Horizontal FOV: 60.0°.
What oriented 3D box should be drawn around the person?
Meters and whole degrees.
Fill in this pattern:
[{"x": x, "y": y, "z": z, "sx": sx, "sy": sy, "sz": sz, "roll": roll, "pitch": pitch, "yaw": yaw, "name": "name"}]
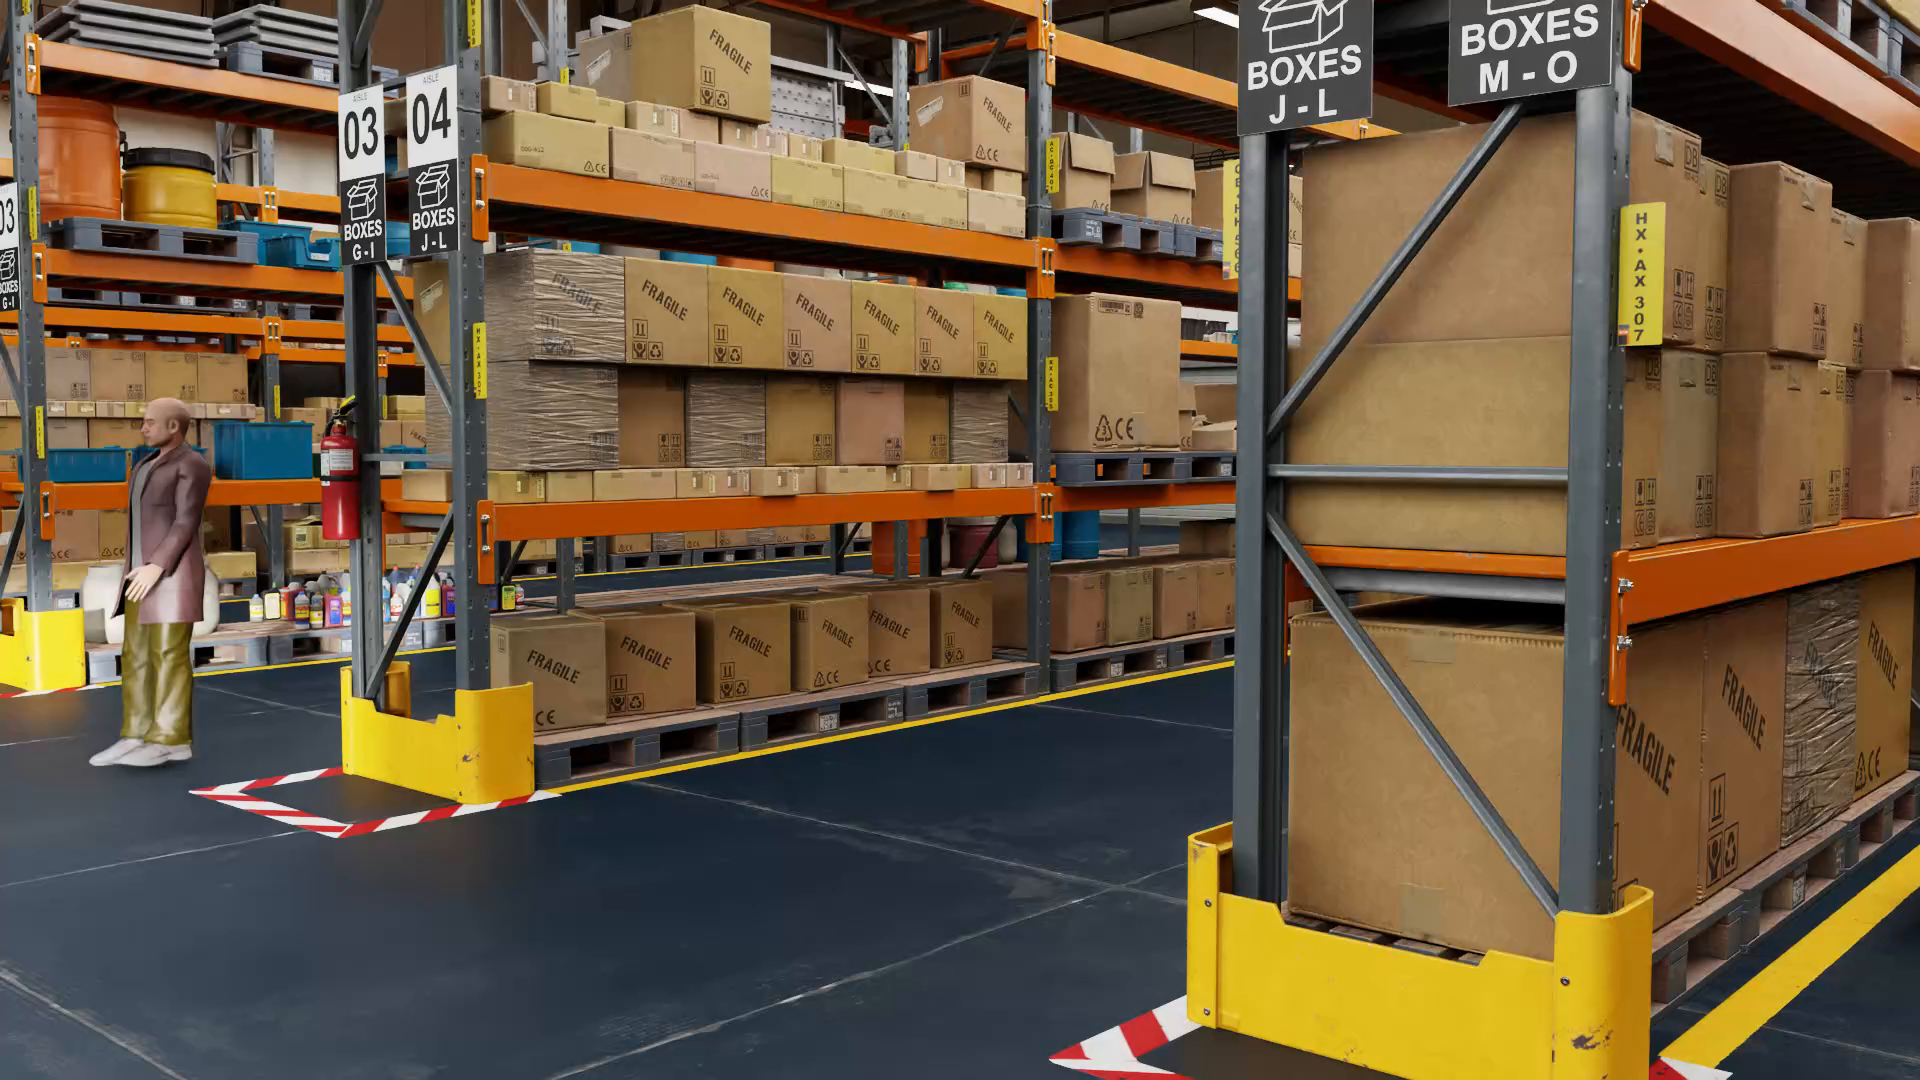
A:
[{"x": -3.963, "y": 0.205, "z": 8.138, "sx": 0.591, "sy": 1.806, "sz": 0.490, "roll": 2, "pitch": 4, "yaw": 35, "name": "person"}]
